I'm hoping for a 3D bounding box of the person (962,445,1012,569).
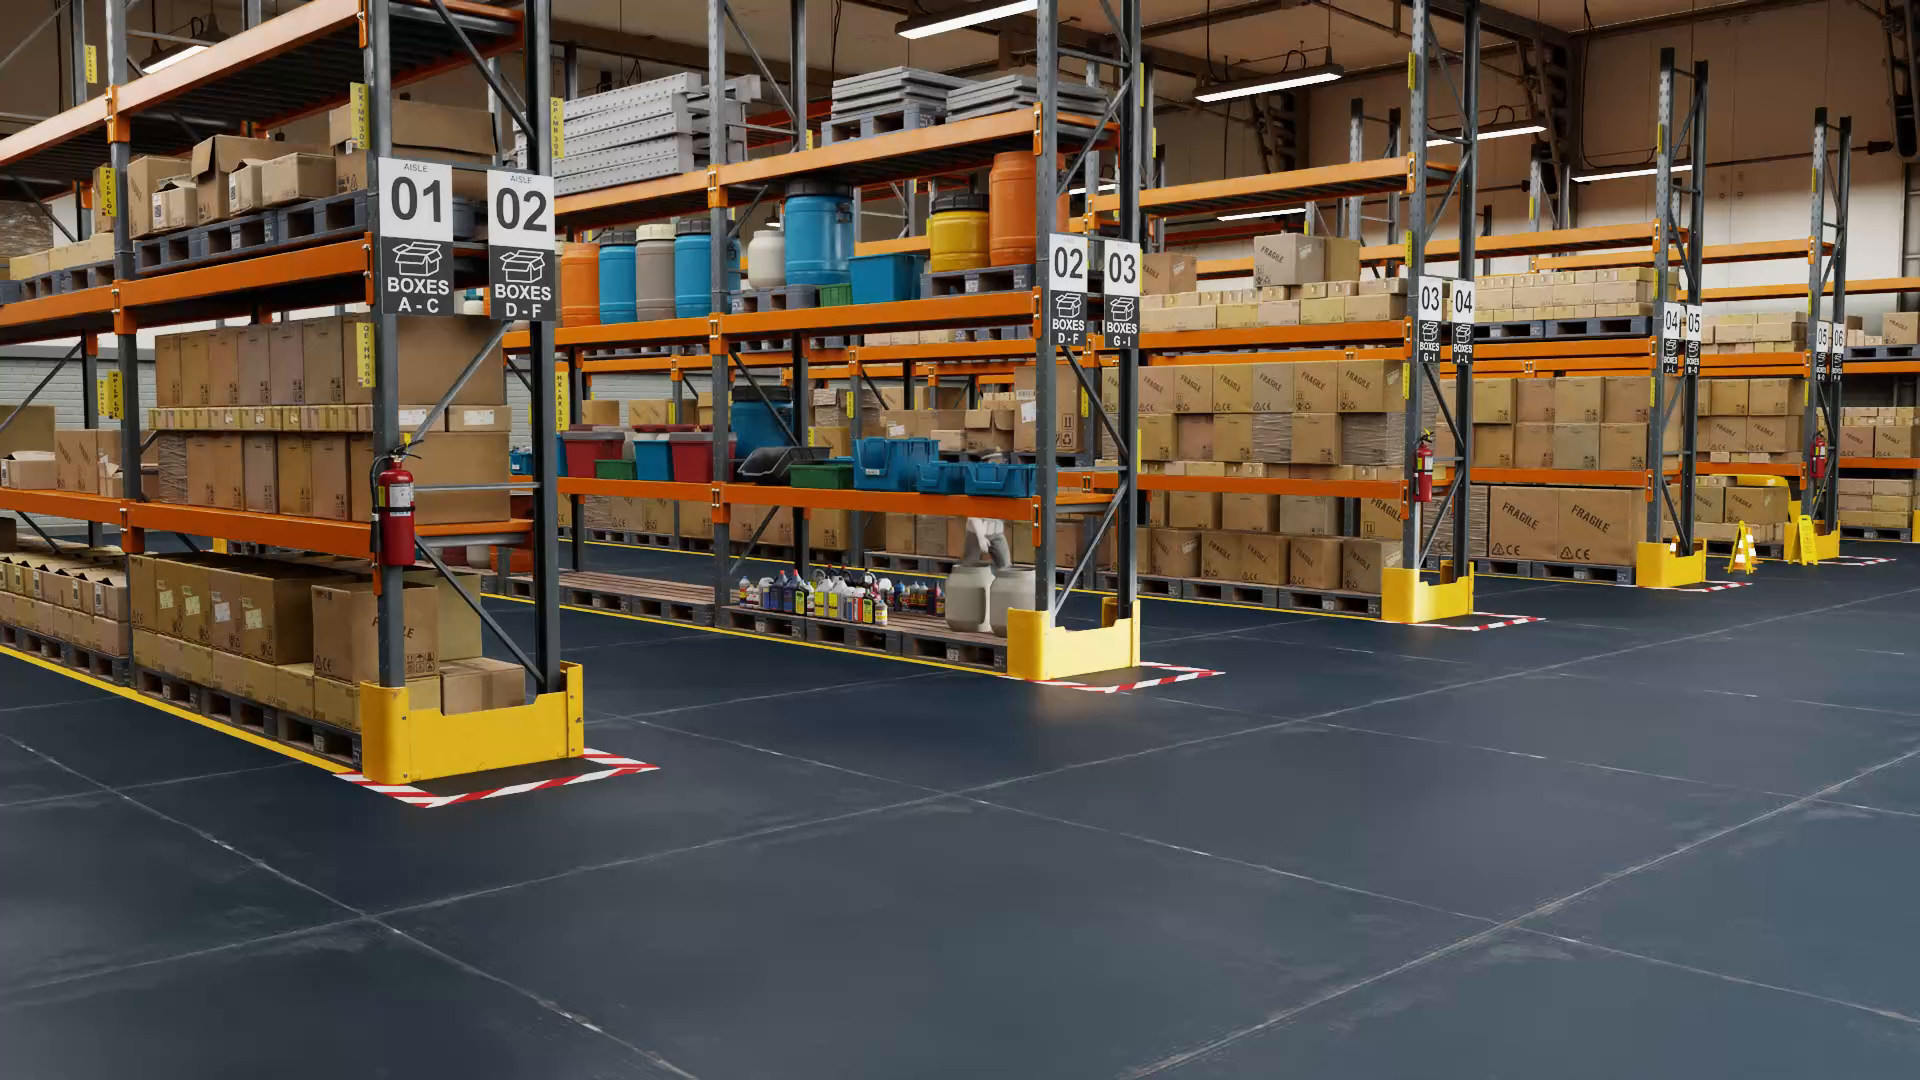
[{"bbox_3d":[0.260,-0.066,15.282,1.009,1.610,0.515,4,6,44],"label":"person"}]
